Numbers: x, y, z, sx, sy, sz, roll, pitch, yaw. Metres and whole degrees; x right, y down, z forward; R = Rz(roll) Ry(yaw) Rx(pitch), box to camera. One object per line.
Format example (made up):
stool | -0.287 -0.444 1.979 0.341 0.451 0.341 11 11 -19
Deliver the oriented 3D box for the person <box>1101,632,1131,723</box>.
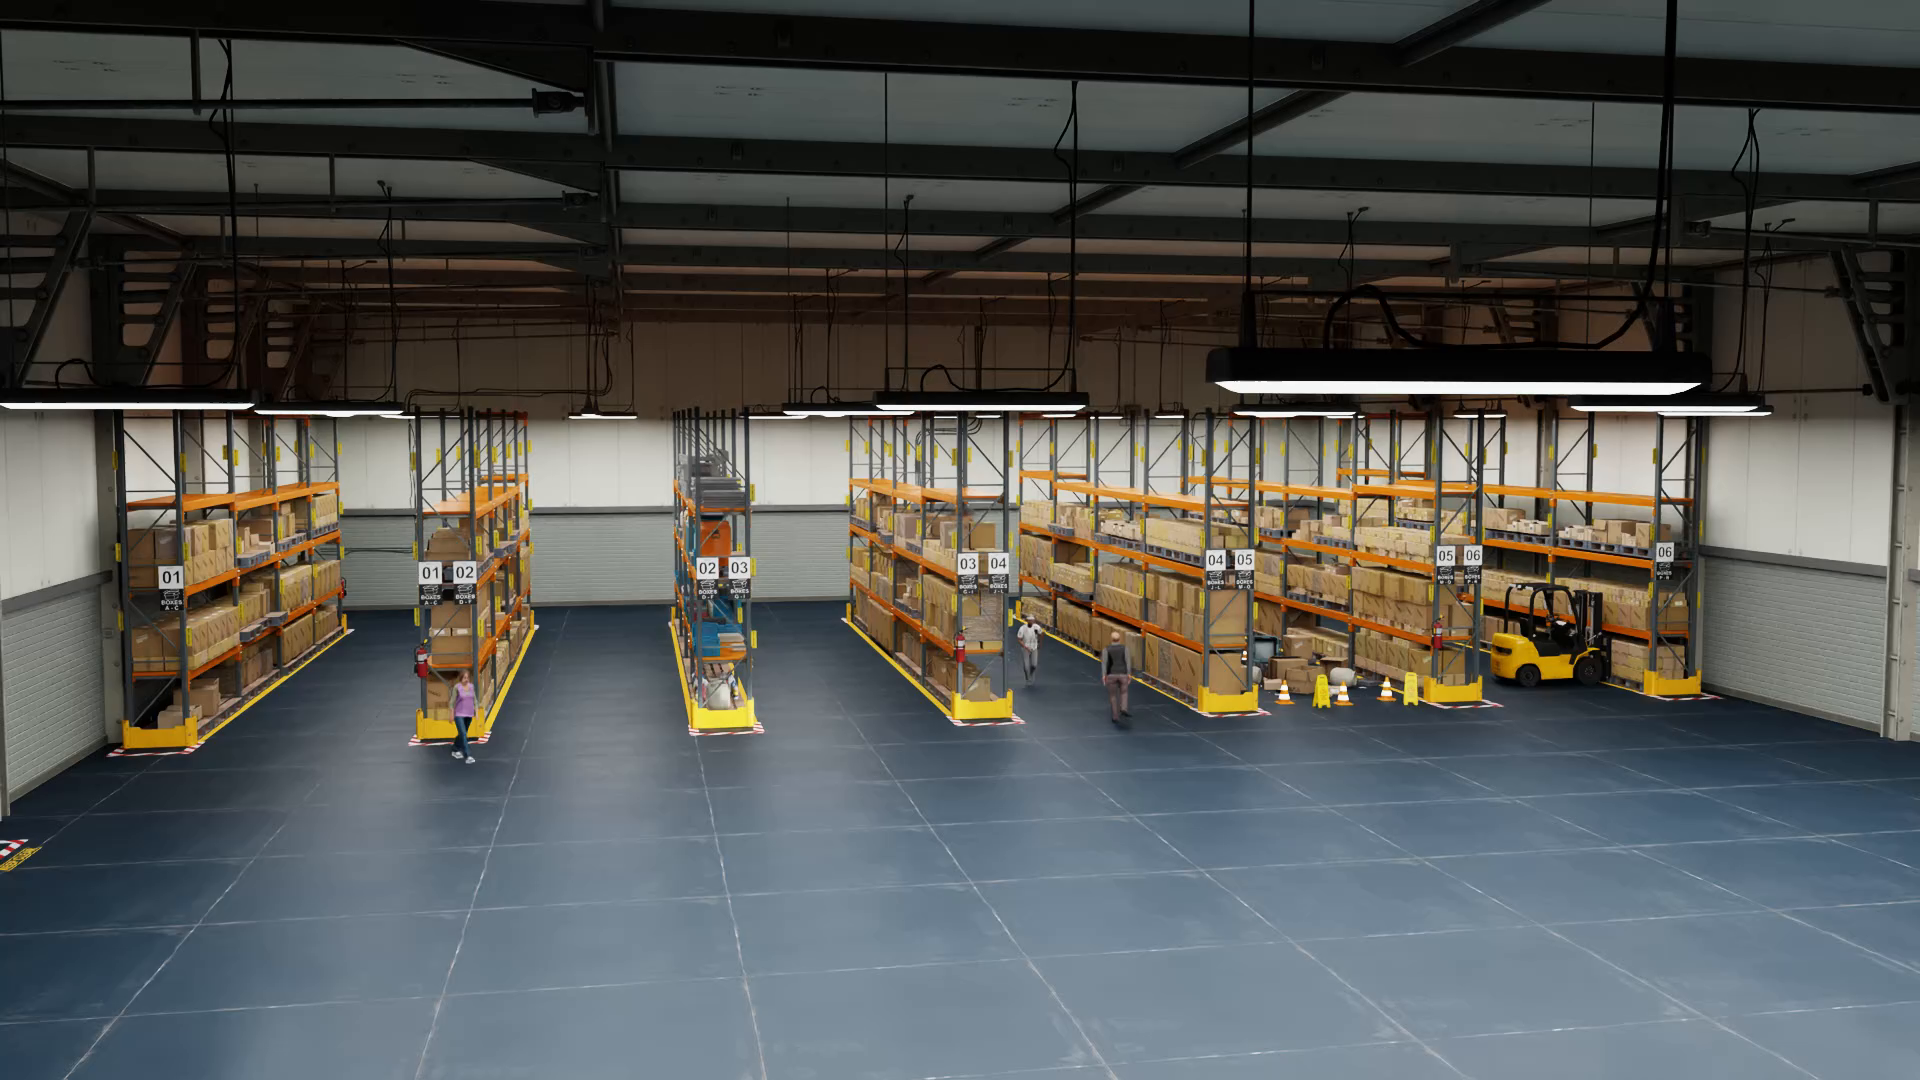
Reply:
person | 2.973 2.606 31.689 0.569 1.712 0.478 0 4 -1

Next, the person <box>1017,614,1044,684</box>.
person | 1.531 2.365 36.046 0.594 1.599 0.736 0 4 0

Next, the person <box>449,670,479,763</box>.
person | -8.296 2.964 27.878 0.978 1.502 0.440 3 5 39
